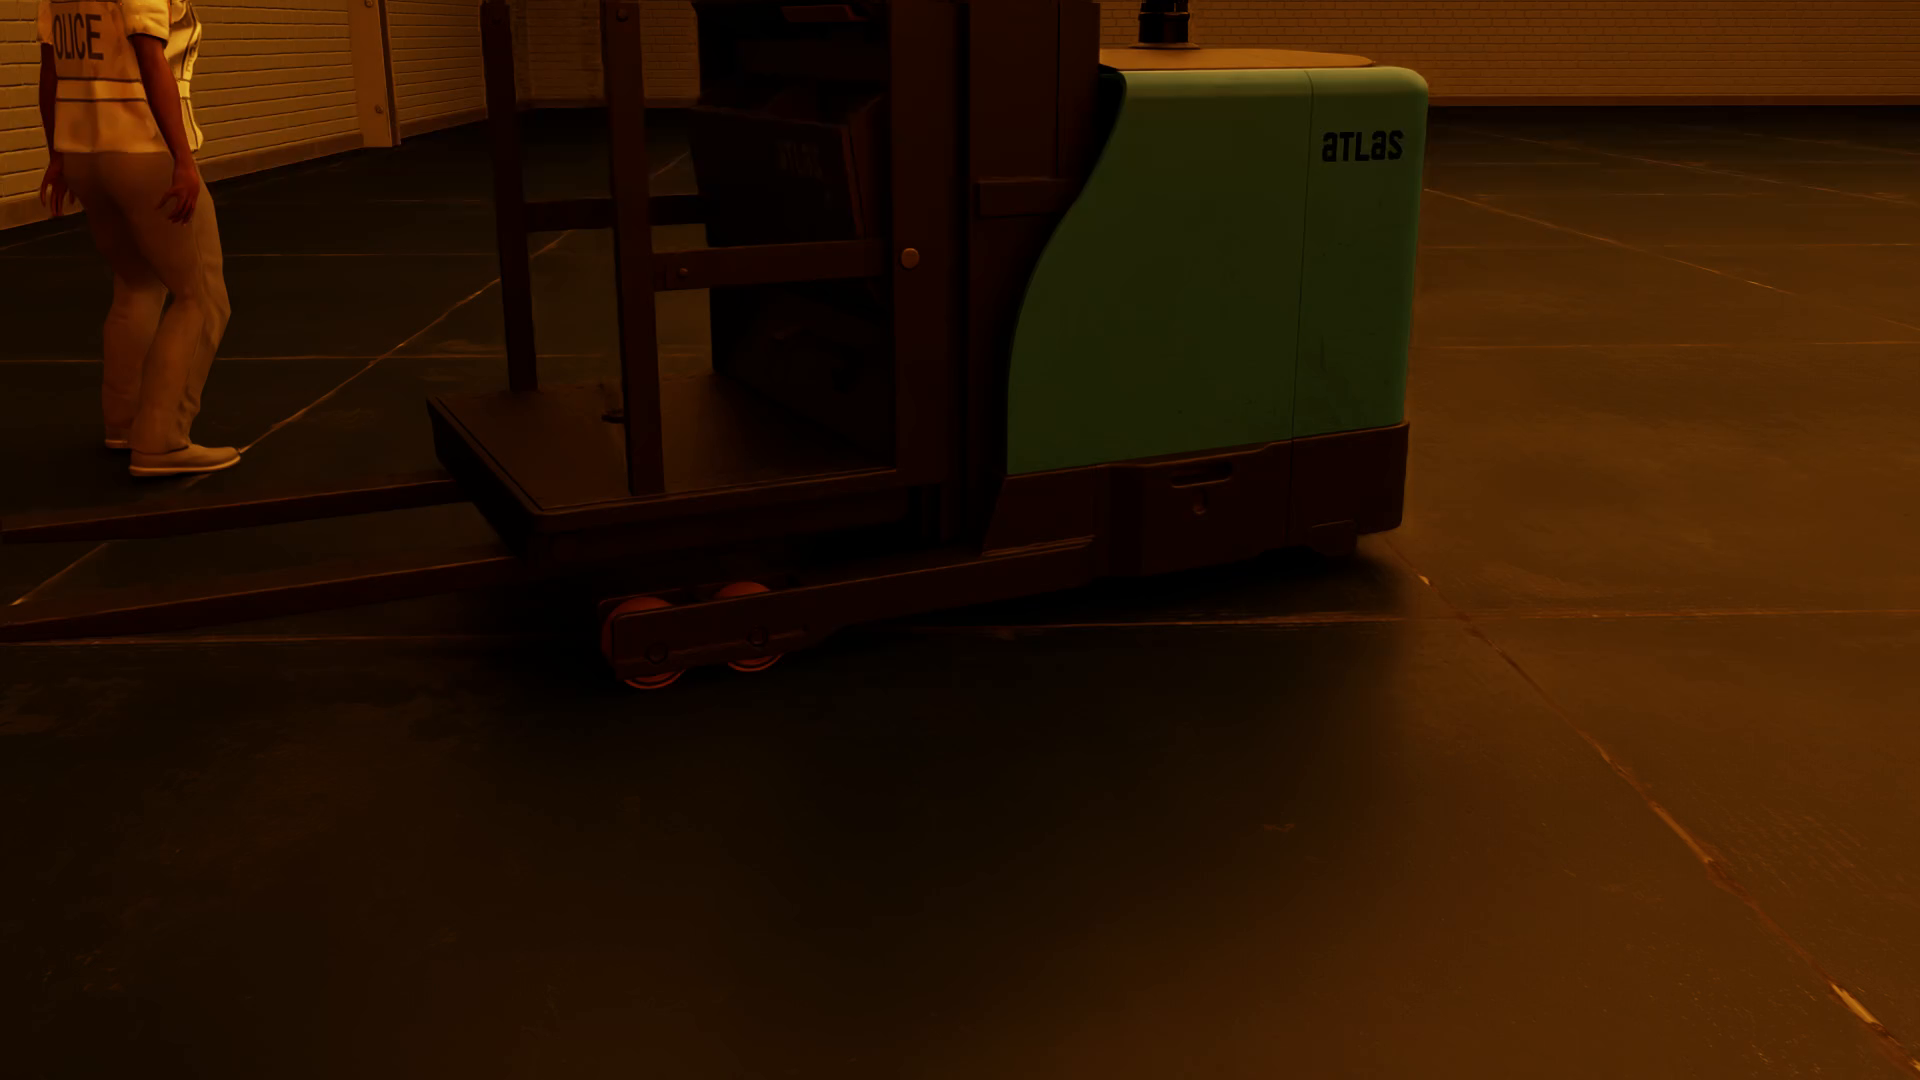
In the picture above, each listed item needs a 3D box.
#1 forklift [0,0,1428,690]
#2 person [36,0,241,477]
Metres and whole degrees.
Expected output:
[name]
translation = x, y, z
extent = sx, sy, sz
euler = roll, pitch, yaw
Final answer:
[forklift]
translation = -0.542, -1.305, 3.175
extent = 3.031, 2.935, 1.130
euler = -8, 19, -25
[person]
translation = -2.190, -0.997, 4.415
extent = 0.791, 1.627, 0.411
euler = 12, 20, 33
